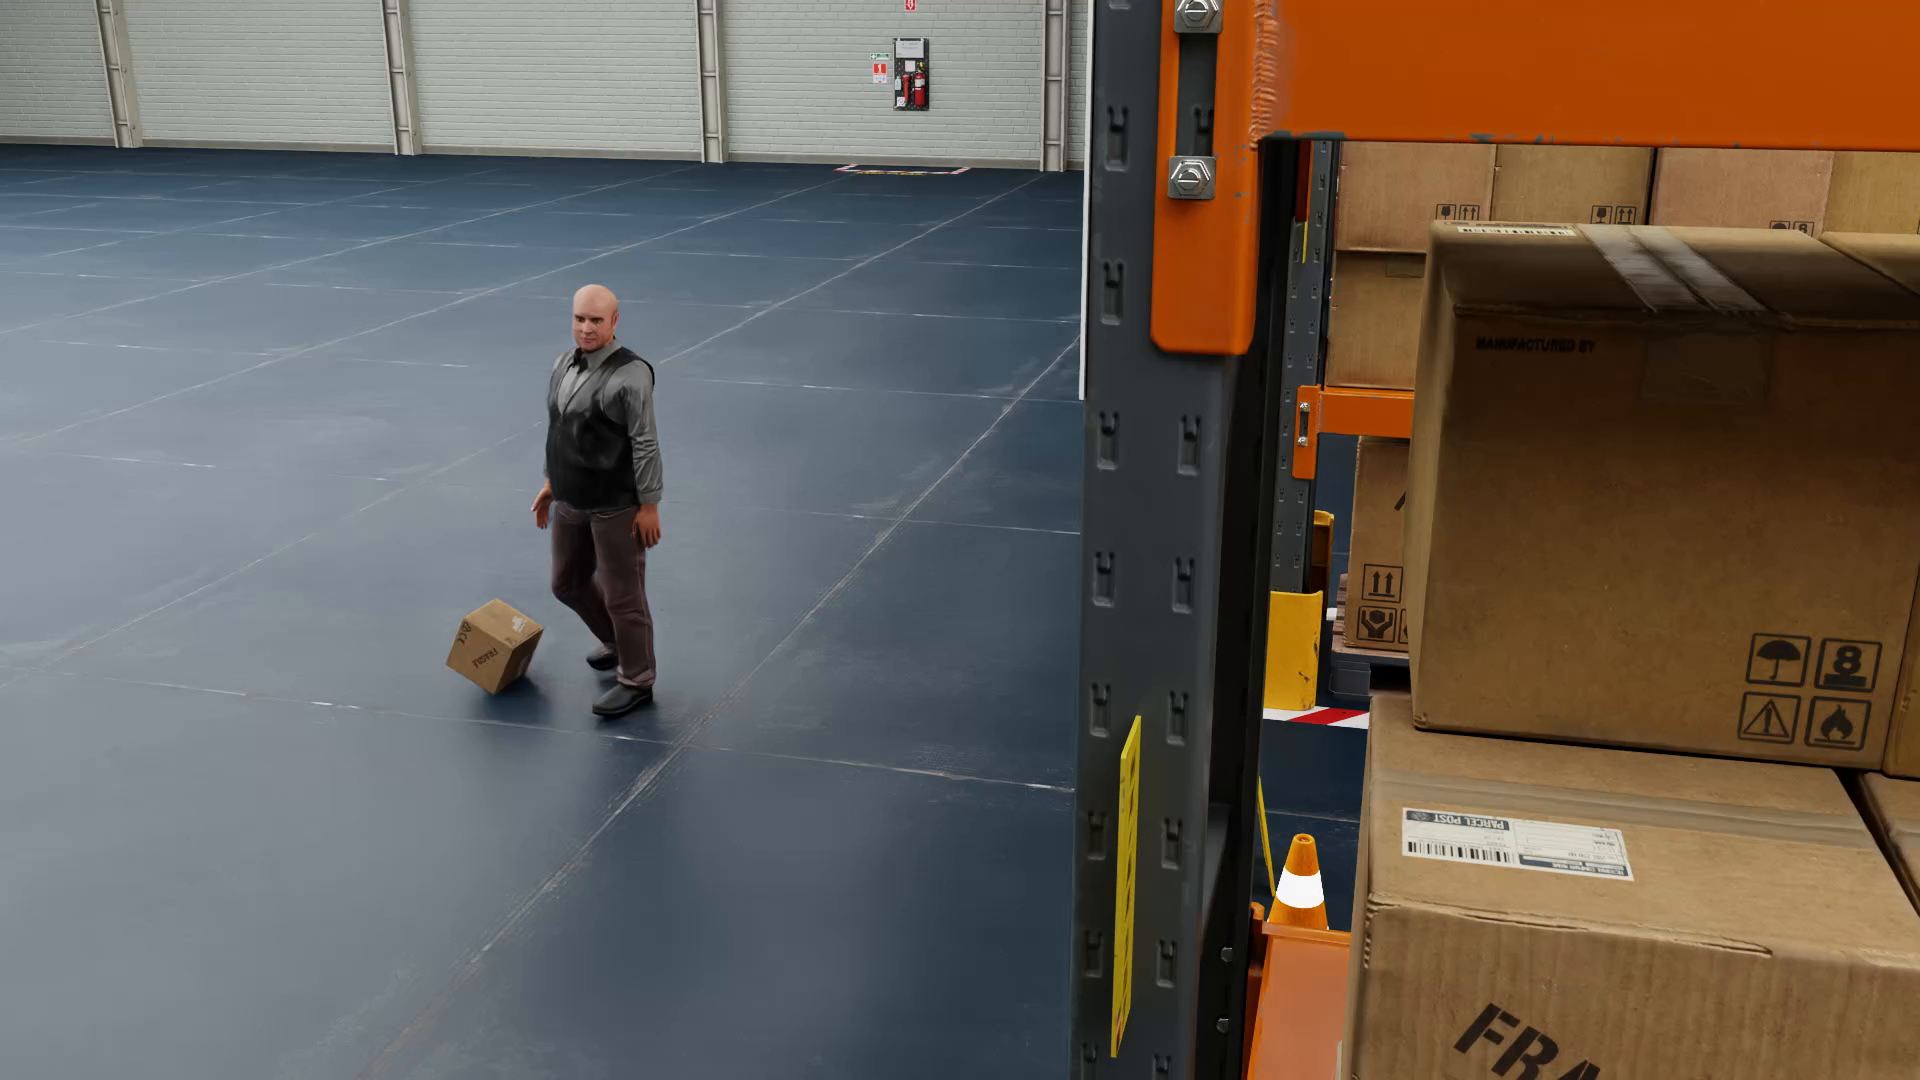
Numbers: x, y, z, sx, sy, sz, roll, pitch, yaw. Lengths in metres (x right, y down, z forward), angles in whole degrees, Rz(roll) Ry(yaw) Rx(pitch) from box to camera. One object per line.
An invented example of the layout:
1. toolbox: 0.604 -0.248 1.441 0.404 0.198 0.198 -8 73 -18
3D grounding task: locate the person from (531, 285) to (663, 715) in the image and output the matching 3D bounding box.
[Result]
1. person: -1.409 -0.165 6.549 0.696 1.715 0.450 17 25 42
